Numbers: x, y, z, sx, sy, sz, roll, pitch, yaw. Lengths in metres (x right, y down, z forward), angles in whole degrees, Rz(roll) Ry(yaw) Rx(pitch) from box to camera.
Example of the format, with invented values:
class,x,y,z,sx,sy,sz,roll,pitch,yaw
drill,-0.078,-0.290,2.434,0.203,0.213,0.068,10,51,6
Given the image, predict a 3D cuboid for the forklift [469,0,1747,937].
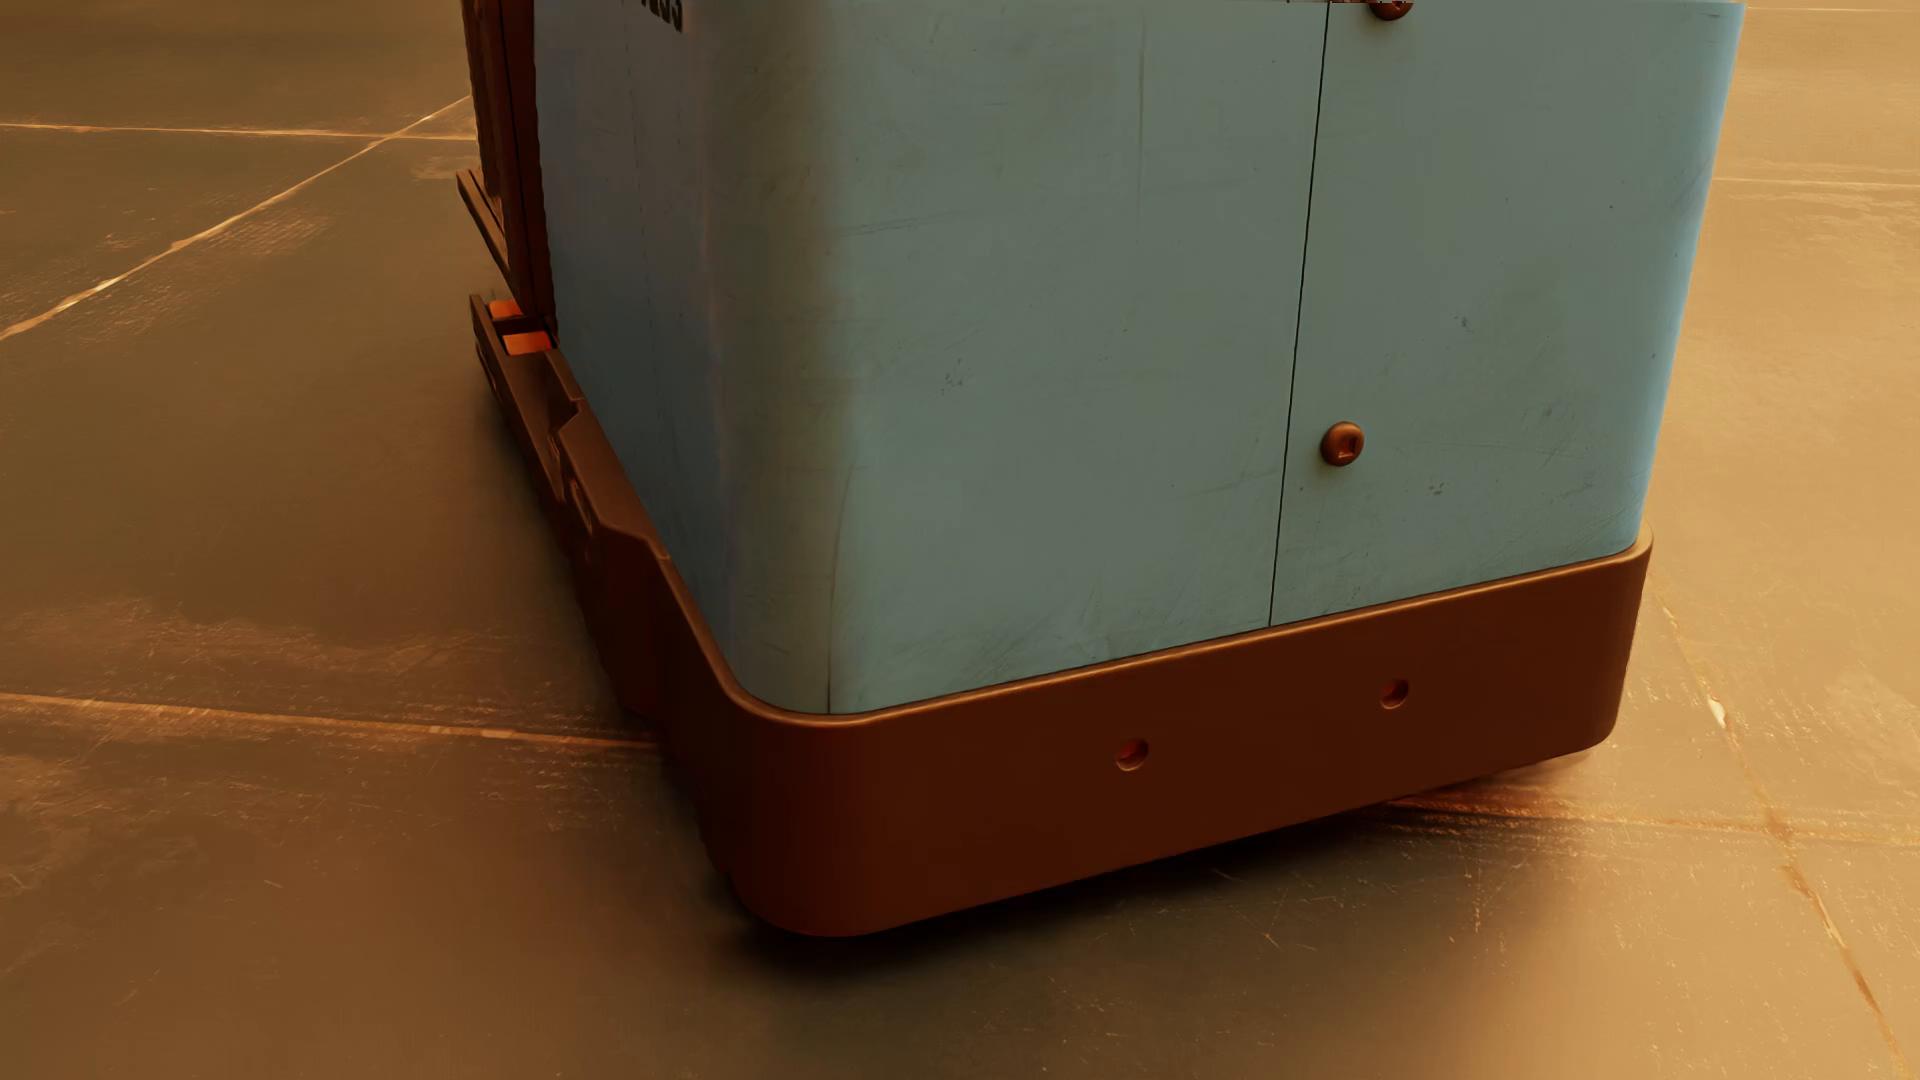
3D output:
class,x,y,z,sx,sy,sz,roll,pitch,yaw
forklift,-0.253,-1.569,2.362,1.130,2.935,3.031,-10,28,-19
